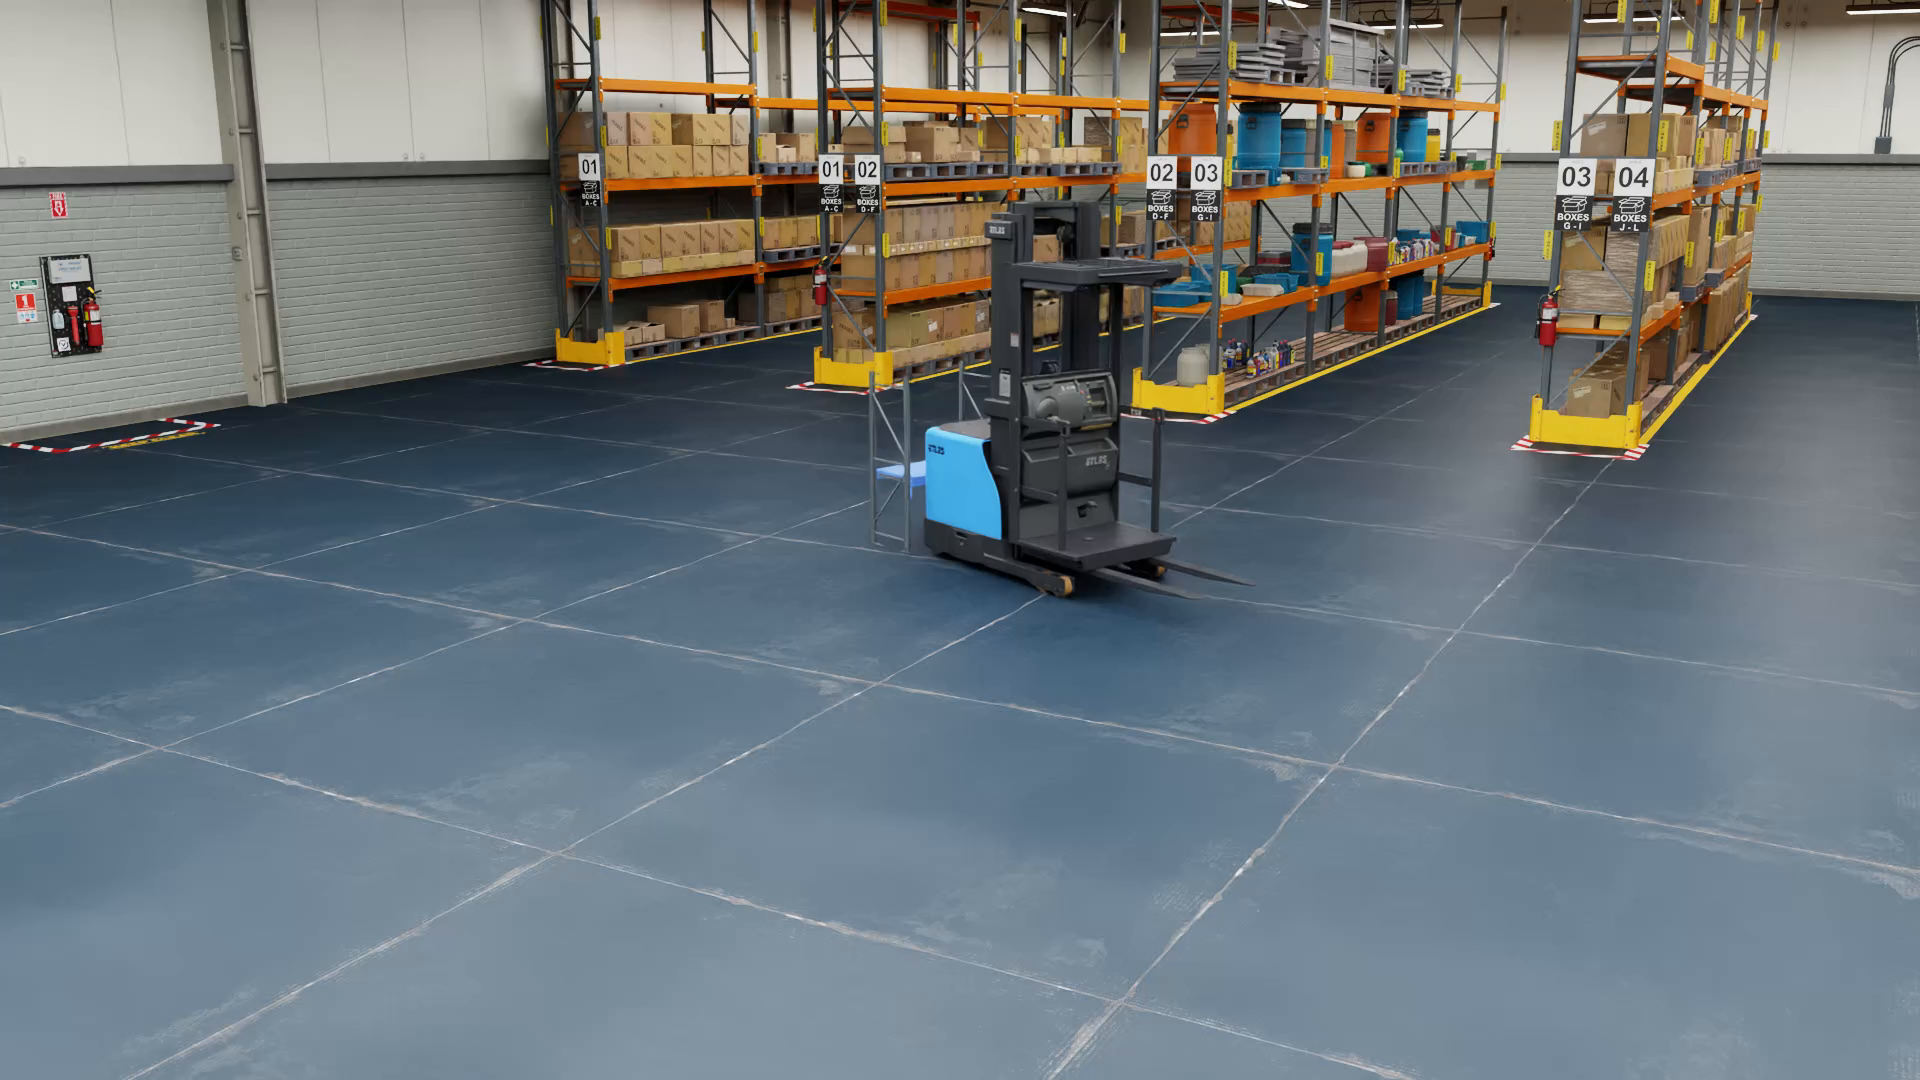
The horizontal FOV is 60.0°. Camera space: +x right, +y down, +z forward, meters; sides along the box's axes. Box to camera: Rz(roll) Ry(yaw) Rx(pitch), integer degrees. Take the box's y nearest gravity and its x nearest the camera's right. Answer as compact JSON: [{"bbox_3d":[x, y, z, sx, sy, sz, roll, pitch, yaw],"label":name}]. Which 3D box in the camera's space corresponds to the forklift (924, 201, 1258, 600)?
[{"bbox_3d":[1.001,-1.116,12.908,1.130,2.935,3.031,-10,17,-37],"label":"forklift"}]

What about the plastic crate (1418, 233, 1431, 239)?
[{"bbox_3d":[9.369,-6.013,33.306,0.416,0.233,0.300,7,15,28],"label":"plastic crate"}]

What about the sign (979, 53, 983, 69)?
[{"bbox_3d":[0.433,-10.062,34.909,0.100,0.325,0.005,7,15,28],"label":"sign"}]

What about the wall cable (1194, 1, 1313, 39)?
[{"bbox_3d":[7.301,-12.209,41.823,3.097,2.526,0.112,7,15,28],"label":"wall cable"}]

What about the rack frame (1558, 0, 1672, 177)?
[{"bbox_3d":[7.160,-5.483,18.077,1.000,3.000,0.127,7,15,28],"label":"rack frame"}]

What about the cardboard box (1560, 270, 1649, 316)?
[{"bbox_3d":[7.449,-2.870,19.189,0.875,0.500,0.500,7,15,28],"label":"cardboard box"}]

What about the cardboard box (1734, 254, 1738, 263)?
[{"bbox_3d":[13.395,-4.930,29.117,0.380,0.149,0.250,7,15,28],"label":"cardboard box"}]

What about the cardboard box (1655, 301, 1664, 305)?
[{"bbox_3d":[8.509,-2.882,20.623,0.380,0.149,0.250,7,15,28],"label":"cardboard box"}]

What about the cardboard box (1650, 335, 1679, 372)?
[{"bbox_3d":[9.656,-2.605,23.335,0.700,0.500,0.500,7,15,28],"label":"cardboard box"}]

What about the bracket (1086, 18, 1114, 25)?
[{"bbox_3d":[3.806,-13.261,42.660,0.076,0.066,3.189,7,15,28],"label":"bracket"}]

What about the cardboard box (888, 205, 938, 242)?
[{"bbox_3d":[-0.756,-4.686,24.591,0.700,0.500,0.500,7,15,28],"label":"cardboard box"}]

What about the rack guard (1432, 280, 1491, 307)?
[{"bbox_3d":[10.559,-5.202,35.044,1.175,0.500,0.348,7,15,28],"label":"rack guard"}]

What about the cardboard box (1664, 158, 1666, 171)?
[{"bbox_3d":[7.913,-4.332,19.172,0.380,0.149,0.250,8,16,30],"label":"cardboard box"}]

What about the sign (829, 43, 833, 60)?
[{"bbox_3d":[-2.469,-9.401,31.999,0.100,0.325,0.005,7,15,28],"label":"sign"}]

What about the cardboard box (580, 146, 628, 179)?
[{"bbox_3d":[-5.468,-5.807,25.566,0.500,0.500,0.500,8,16,30],"label":"cardboard box"}]

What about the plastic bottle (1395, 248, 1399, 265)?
[{"bbox_3d":[7.512,-4.882,28.633,0.061,0.283,0.133,7,15,28],"label":"plastic bottle"}]

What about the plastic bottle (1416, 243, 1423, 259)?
[{"bbox_3d":[8.297,-5.234,30.107,0.152,0.276,0.135,7,15,28],"label":"plastic bottle"}]

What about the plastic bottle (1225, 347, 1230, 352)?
[{"bbox_3d":[3.874,-2.644,23.985,0.097,0.271,0.097,0,14,0],"label":"plastic bottle"}]

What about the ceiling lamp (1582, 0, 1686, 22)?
[{"bbox_3d":[14.061,-12.430,34.438,2.000,3.185,0.800,7,15,28],"label":"ceiling lamp"}]

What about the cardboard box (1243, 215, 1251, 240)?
[{"bbox_3d":[5.998,-6.792,36.091,0.500,0.500,0.500,8,15,29],"label":"cardboard box"}]

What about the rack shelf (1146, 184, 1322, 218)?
[{"bbox_3d":[3.791,-4.647,22.543,1.077,0.370,4.000,7,15,28],"label":"rack shelf"}]

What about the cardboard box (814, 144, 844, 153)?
[{"bbox_3d":[-2.531,-7.287,31.702,0.500,0.500,0.500,7,15,28],"label":"cardboard box"}]

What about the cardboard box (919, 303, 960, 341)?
[{"bbox_3d":[-0.329,-3.314,25.251,0.500,0.500,0.500,7,15,28],"label":"cardboard box"}]

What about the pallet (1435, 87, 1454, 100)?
[{"bbox_3d":[8.252,-8.047,29.968,1.003,0.211,1.213,7,15,28],"label":"pallet"}]

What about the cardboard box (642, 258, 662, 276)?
[{"bbox_3d":[-5.096,-4.360,26.494,0.500,0.250,0.500,7,15,26],"label":"cardboard box"}]

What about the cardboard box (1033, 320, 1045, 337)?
[{"bbox_3d":[1.083,-3.537,27.777,0.500,0.250,0.500,8,16,29],"label":"cardboard box"}]

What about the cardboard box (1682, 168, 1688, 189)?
[{"bbox_3d":[8.840,-4.544,20.900,0.500,0.250,0.500,8,16,29],"label":"cardboard box"}]

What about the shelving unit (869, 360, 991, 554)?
[{"bbox_3d":[-0.212,-0.736,14.388,1.048,1.500,0.538,-12,18,-40],"label":"shelving unit"}]

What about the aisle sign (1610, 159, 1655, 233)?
[{"bbox_3d":[7.392,-3.784,18.282,0.394,0.787,0.004,7,15,28],"label":"aisle sign"}]

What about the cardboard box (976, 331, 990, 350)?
[{"bbox_3d":[0.140,-3.157,26.198,0.500,0.250,0.500,7,15,28],"label":"cardboard box"}]

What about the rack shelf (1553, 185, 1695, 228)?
[{"bbox_3d":[8.126,-4.086,20.215,1.077,0.370,4.000,7,15,28],"label":"rack shelf"}]

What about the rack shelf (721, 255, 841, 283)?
[{"bbox_3d":[-2.948,-5.132,30.954,1.077,0.370,4.000,7,15,28],"label":"rack shelf"}]

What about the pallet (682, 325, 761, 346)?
[{"bbox_3d":[-4.209,-3.574,28.907,1.003,0.211,1.213,7,15,28],"label":"pallet"}]

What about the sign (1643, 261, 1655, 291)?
[{"bbox_3d":[7.635,-2.926,18.424,0.100,0.325,0.005,7,15,28],"label":"sign"}]

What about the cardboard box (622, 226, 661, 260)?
[{"bbox_3d":[-5.107,-4.716,26.372,0.500,0.500,0.500,7,15,28],"label":"cardboard box"}]

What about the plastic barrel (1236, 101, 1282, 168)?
[{"bbox_3d":[4.183,-5.663,23.256,0.600,0.901,0.708,7,15,28],"label":"plastic barrel"}]

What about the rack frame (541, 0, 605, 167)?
[{"bbox_3d":[-5.849,-7.167,25.061,1.000,3.000,0.127,7,15,28],"label":"rack frame"}]

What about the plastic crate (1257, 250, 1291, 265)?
[{"bbox_3d":[4.724,-4.114,25.061,0.402,0.464,0.583,7,15,28],"label":"plastic crate"}]

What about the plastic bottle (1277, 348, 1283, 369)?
[{"bbox_3d":[4.563,-2.600,23.774,0.061,0.283,0.133,9,16,32],"label":"plastic bottle"}]

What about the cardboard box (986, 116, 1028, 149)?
[{"bbox_3d":[0.756,-6.587,26.879,0.500,0.500,0.500,8,15,29],"label":"cardboard box"}]

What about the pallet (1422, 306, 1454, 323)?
[{"bbox_3d":[8.946,-4.390,32.291,1.003,0.211,1.213,7,15,28],"label":"pallet"}]

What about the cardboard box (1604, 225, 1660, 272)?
[{"bbox_3d":[7.664,-3.328,18.957,0.500,0.500,0.500,7,15,28],"label":"cardboard box"}]

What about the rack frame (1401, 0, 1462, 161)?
[{"bbox_3d":[8.625,-8.506,30.617,1.000,3.000,0.127,7,15,28],"label":"rack frame"}]

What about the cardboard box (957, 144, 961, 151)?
[{"bbox_3d":[-0.312,-6.013,25.672,0.500,0.311,0.500,6,15,25],"label":"cardboard box"}]

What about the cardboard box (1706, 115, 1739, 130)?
[{"bbox_3d":[13.421,-7.345,29.278,0.500,0.250,0.500,6,15,24],"label":"cardboard box"}]

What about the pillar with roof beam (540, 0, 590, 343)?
[{"bbox_3d":[-2.499,-6.921,24.040,9.100,9.000,0.400,7,15,28],"label":"pillar with roof beam"}]

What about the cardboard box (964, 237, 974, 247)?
[{"bbox_3d":[-0.014,-4.586,25.558,0.380,0.149,0.250,7,15,28],"label":"cardboard box"}]

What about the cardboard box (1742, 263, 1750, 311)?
[{"bbox_3d":[14.655,-4.880,32.014,0.875,0.875,0.875,7,15,28],"label":"cardboard box"}]

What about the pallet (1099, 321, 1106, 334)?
[{"bbox_3d":[1.925,-3.811,29.892,1.003,0.211,1.213,7,15,28],"label":"pallet"}]

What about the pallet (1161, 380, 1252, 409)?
[{"bbox_3d":[3.217,-1.959,22.211,1.003,0.211,1.213,7,15,28],"label":"pallet"}]

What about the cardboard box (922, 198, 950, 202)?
[{"bbox_3d":[-0.552,-6.947,34.457,0.500,0.250,0.500,8,16,29],"label":"cardboard box"}]

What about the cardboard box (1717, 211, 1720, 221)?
[{"bbox_3d":[11.712,-5.026,26.627,0.797,0.503,0.637,8,16,29],"label":"cardboard box"}]

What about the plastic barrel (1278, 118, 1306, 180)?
[{"bbox_3d":[4.813,-5.780,24.637,0.600,0.901,0.708,7,15,28],"label":"plastic barrel"}]

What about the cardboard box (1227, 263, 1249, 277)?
[{"bbox_3d":[6.177,-5.832,36.718,0.500,0.500,0.500,7,15,28],"label":"cardboard box"}]

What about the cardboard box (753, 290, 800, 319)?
[{"bbox_3d":[-3.368,-4.334,30.507,0.700,0.500,0.500,7,15,27],"label":"cardboard box"}]

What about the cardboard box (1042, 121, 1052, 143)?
[{"bbox_3d":[1.771,-9.355,38.146,0.500,0.500,0.500,7,15,28],"label":"cardboard box"}]

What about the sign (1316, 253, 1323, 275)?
[{"bbox_3d":[5.234,-4.019,24.212,0.100,0.325,0.005,7,15,28],"label":"sign"}]
